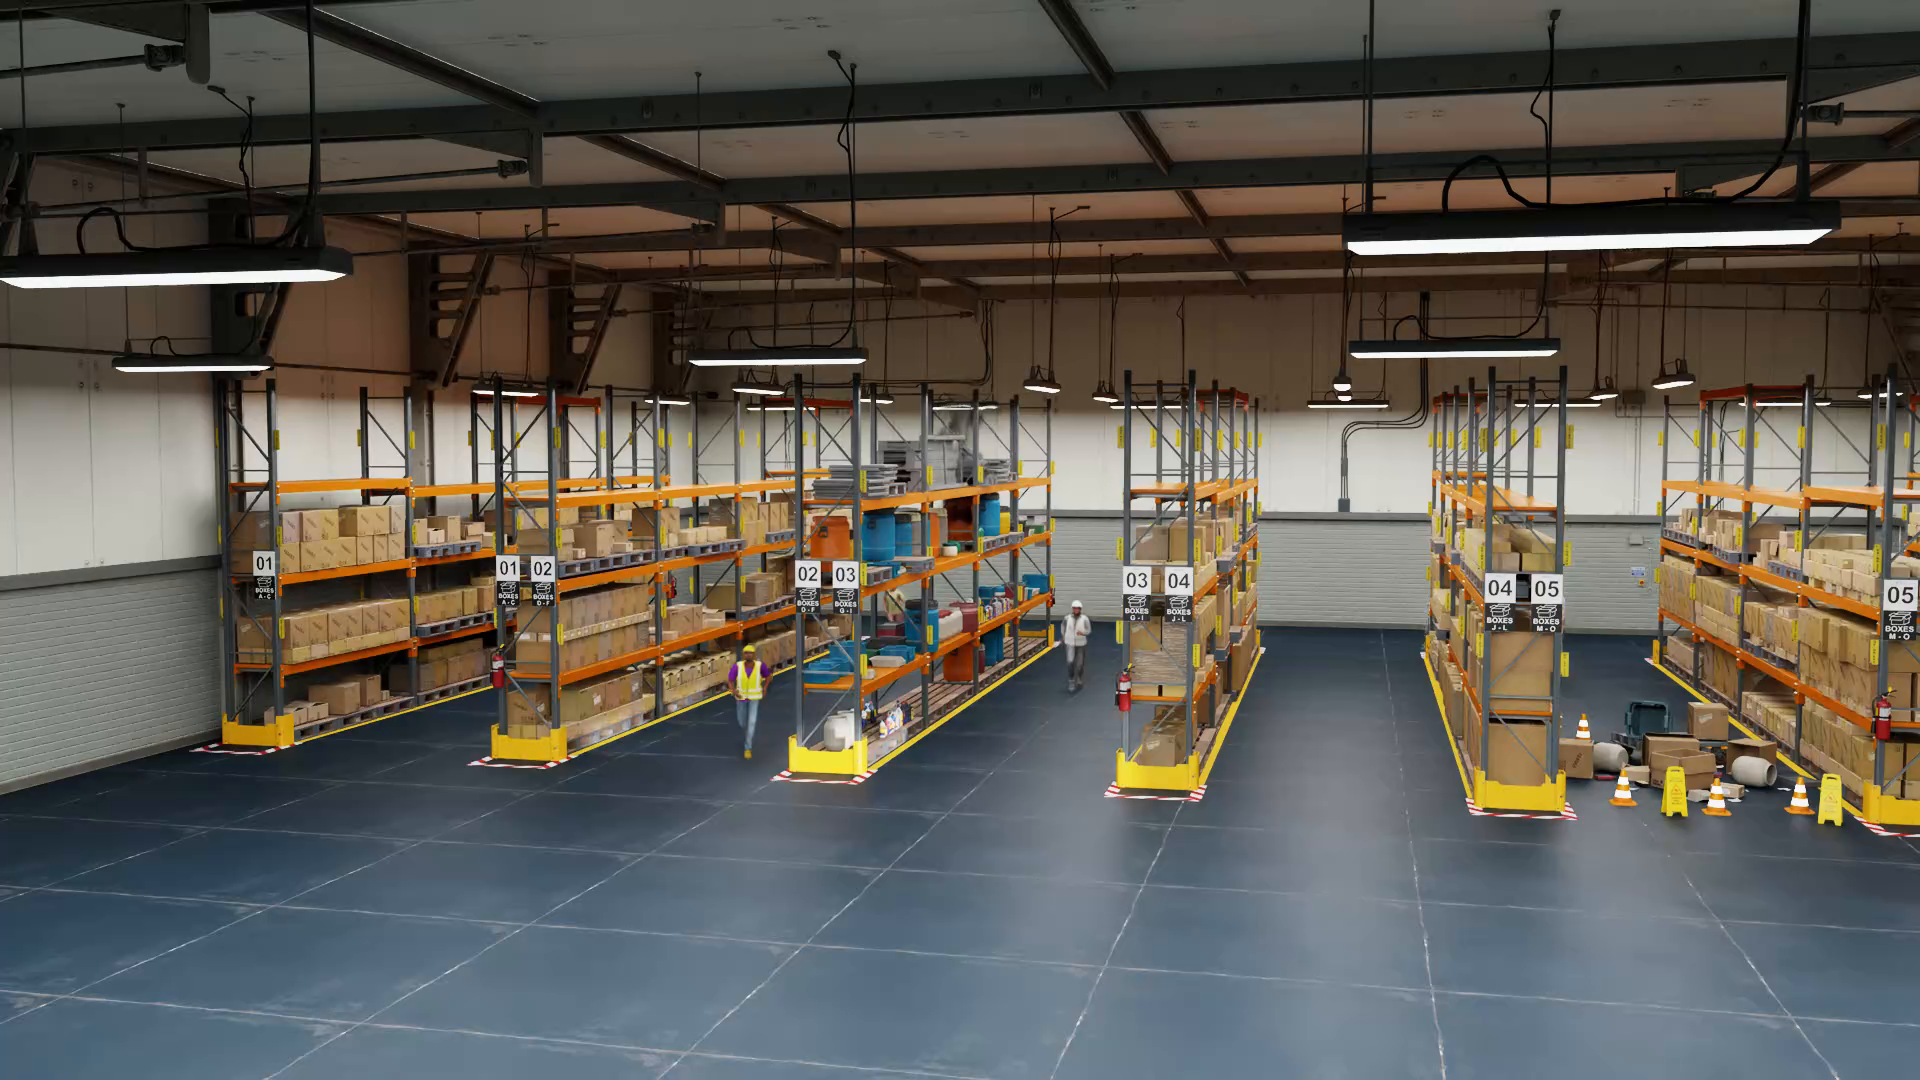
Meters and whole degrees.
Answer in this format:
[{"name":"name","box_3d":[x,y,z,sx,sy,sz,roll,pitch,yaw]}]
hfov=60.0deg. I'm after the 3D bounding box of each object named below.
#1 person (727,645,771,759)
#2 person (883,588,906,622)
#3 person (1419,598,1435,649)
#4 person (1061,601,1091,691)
[{"name":"person","box_3d":[-3.392,2.552,26.626,0.671,1.757,1.092,0,3,3]},{"name":"person","box_3d":[-1.583,1.790,39.880,0.591,1.667,0.838,0,3,8]},{"name":"person","box_3d":[11.340,1.837,39.534,0.813,1.663,0.656,1,4,18]},{"name":"person","box_3d":[2.326,2.122,33.345,0.621,1.826,0.831,0,3,5]}]
